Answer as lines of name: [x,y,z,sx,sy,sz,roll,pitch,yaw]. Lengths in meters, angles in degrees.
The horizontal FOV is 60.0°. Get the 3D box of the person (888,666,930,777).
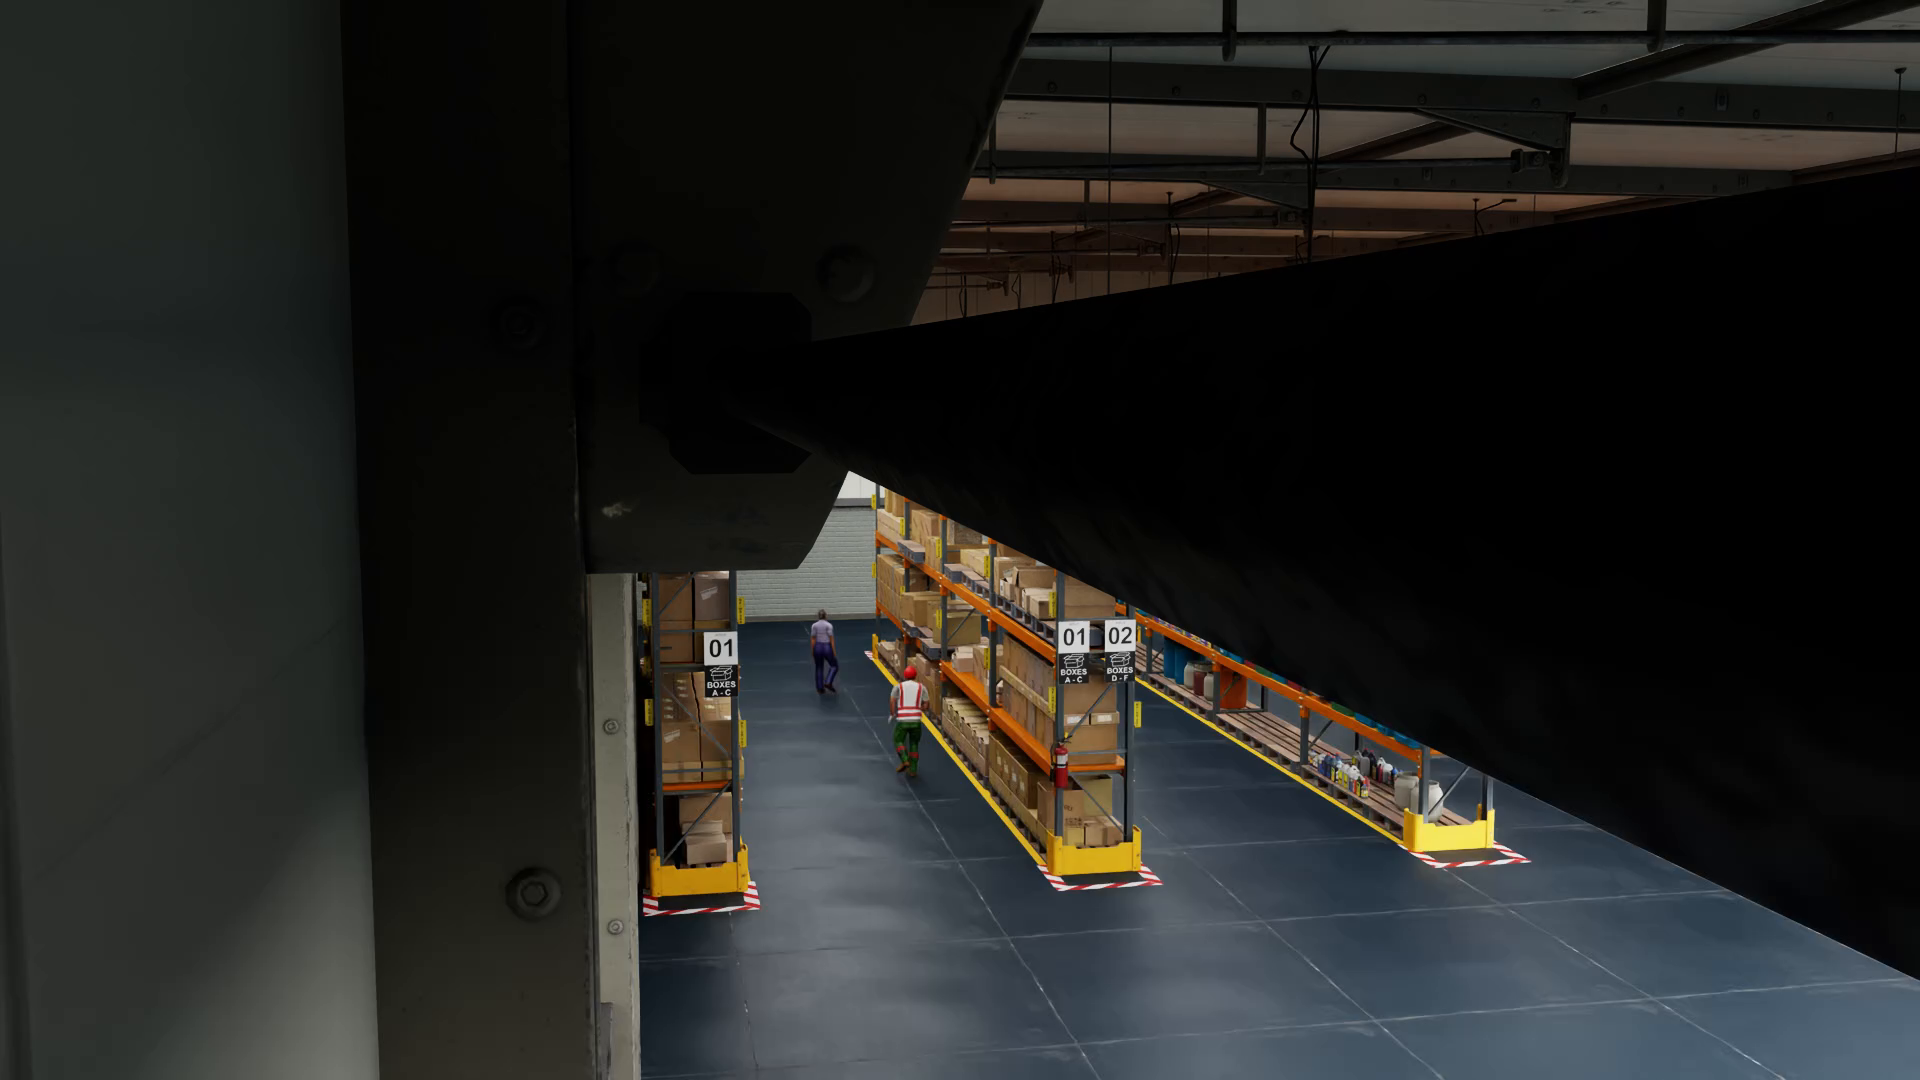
person: [-0.793,2.825,26.078,0.657,1.685,0.787,-1,6,-9]

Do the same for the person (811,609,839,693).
person: [-2.670,2.181,32.489,0.520,1.648,0.468,2,6,18]
